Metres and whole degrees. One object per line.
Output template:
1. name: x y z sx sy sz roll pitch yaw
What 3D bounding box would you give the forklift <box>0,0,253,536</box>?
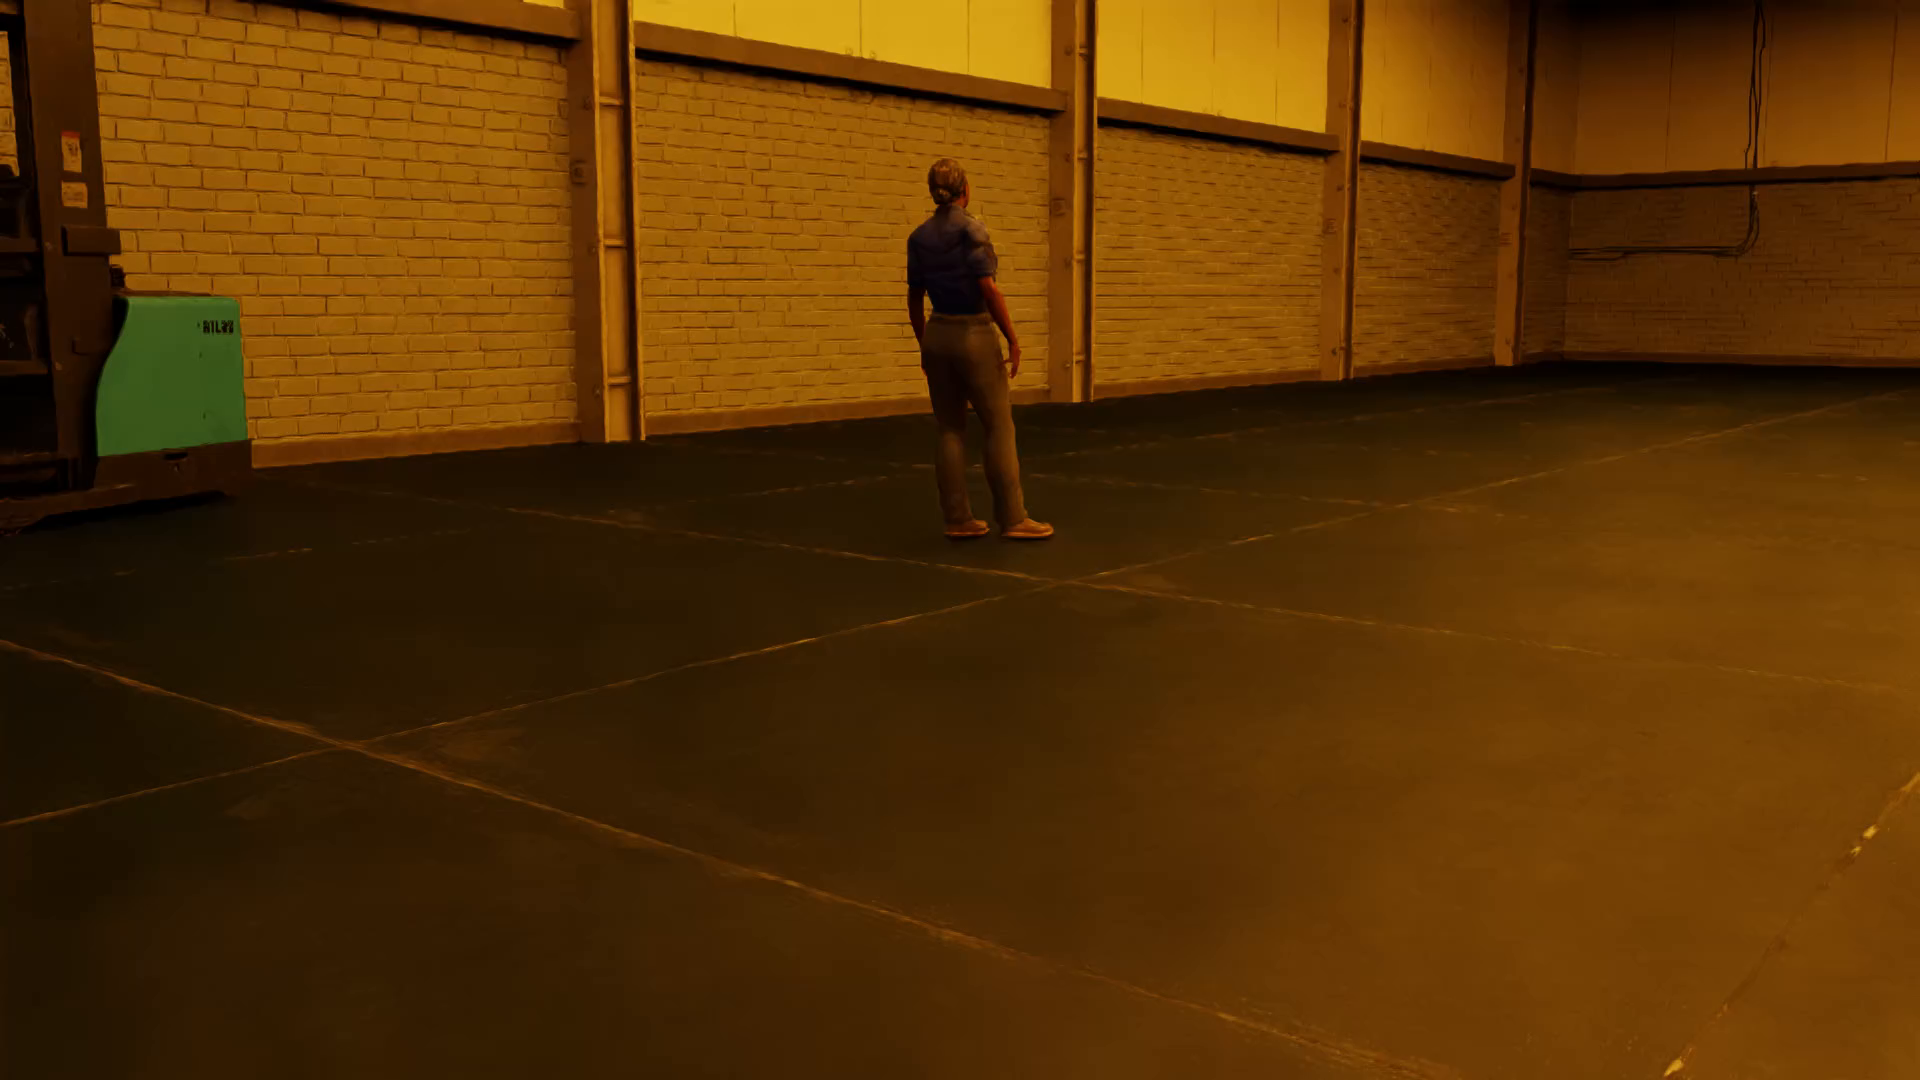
1. forklift: -4.772 -1.505 7.567 1.130 2.935 3.031 3 9 19

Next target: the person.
1. person: 0.070 -0.830 7.340 0.570 1.648 0.503 7 11 38
